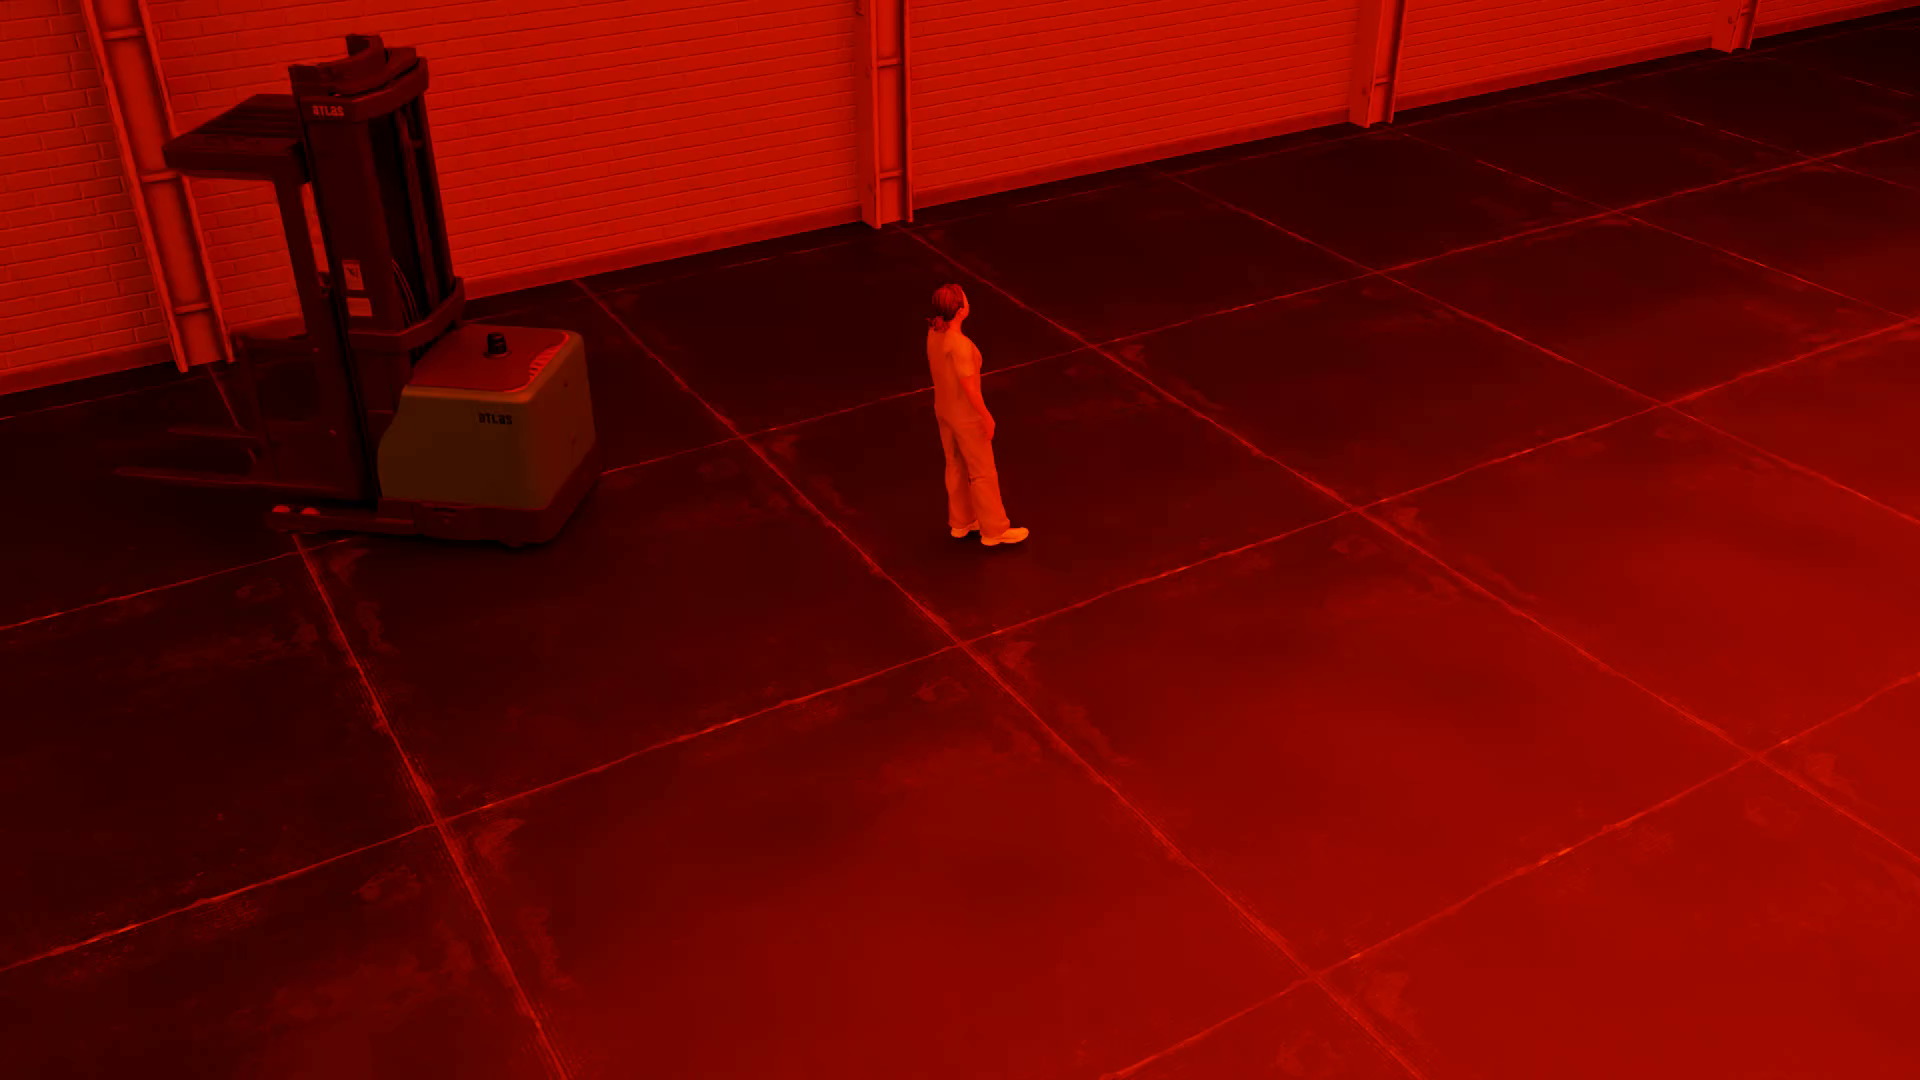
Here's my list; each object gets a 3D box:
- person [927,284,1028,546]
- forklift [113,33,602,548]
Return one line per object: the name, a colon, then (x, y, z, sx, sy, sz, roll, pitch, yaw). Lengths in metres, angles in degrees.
person: (0.070, -0.773, 10.068, 0.547, 1.672, 0.550, -17, 35, -26)
forklift: (-3.958, -1.553, 10.241, 3.031, 2.935, 1.130, 5, 31, 8)
